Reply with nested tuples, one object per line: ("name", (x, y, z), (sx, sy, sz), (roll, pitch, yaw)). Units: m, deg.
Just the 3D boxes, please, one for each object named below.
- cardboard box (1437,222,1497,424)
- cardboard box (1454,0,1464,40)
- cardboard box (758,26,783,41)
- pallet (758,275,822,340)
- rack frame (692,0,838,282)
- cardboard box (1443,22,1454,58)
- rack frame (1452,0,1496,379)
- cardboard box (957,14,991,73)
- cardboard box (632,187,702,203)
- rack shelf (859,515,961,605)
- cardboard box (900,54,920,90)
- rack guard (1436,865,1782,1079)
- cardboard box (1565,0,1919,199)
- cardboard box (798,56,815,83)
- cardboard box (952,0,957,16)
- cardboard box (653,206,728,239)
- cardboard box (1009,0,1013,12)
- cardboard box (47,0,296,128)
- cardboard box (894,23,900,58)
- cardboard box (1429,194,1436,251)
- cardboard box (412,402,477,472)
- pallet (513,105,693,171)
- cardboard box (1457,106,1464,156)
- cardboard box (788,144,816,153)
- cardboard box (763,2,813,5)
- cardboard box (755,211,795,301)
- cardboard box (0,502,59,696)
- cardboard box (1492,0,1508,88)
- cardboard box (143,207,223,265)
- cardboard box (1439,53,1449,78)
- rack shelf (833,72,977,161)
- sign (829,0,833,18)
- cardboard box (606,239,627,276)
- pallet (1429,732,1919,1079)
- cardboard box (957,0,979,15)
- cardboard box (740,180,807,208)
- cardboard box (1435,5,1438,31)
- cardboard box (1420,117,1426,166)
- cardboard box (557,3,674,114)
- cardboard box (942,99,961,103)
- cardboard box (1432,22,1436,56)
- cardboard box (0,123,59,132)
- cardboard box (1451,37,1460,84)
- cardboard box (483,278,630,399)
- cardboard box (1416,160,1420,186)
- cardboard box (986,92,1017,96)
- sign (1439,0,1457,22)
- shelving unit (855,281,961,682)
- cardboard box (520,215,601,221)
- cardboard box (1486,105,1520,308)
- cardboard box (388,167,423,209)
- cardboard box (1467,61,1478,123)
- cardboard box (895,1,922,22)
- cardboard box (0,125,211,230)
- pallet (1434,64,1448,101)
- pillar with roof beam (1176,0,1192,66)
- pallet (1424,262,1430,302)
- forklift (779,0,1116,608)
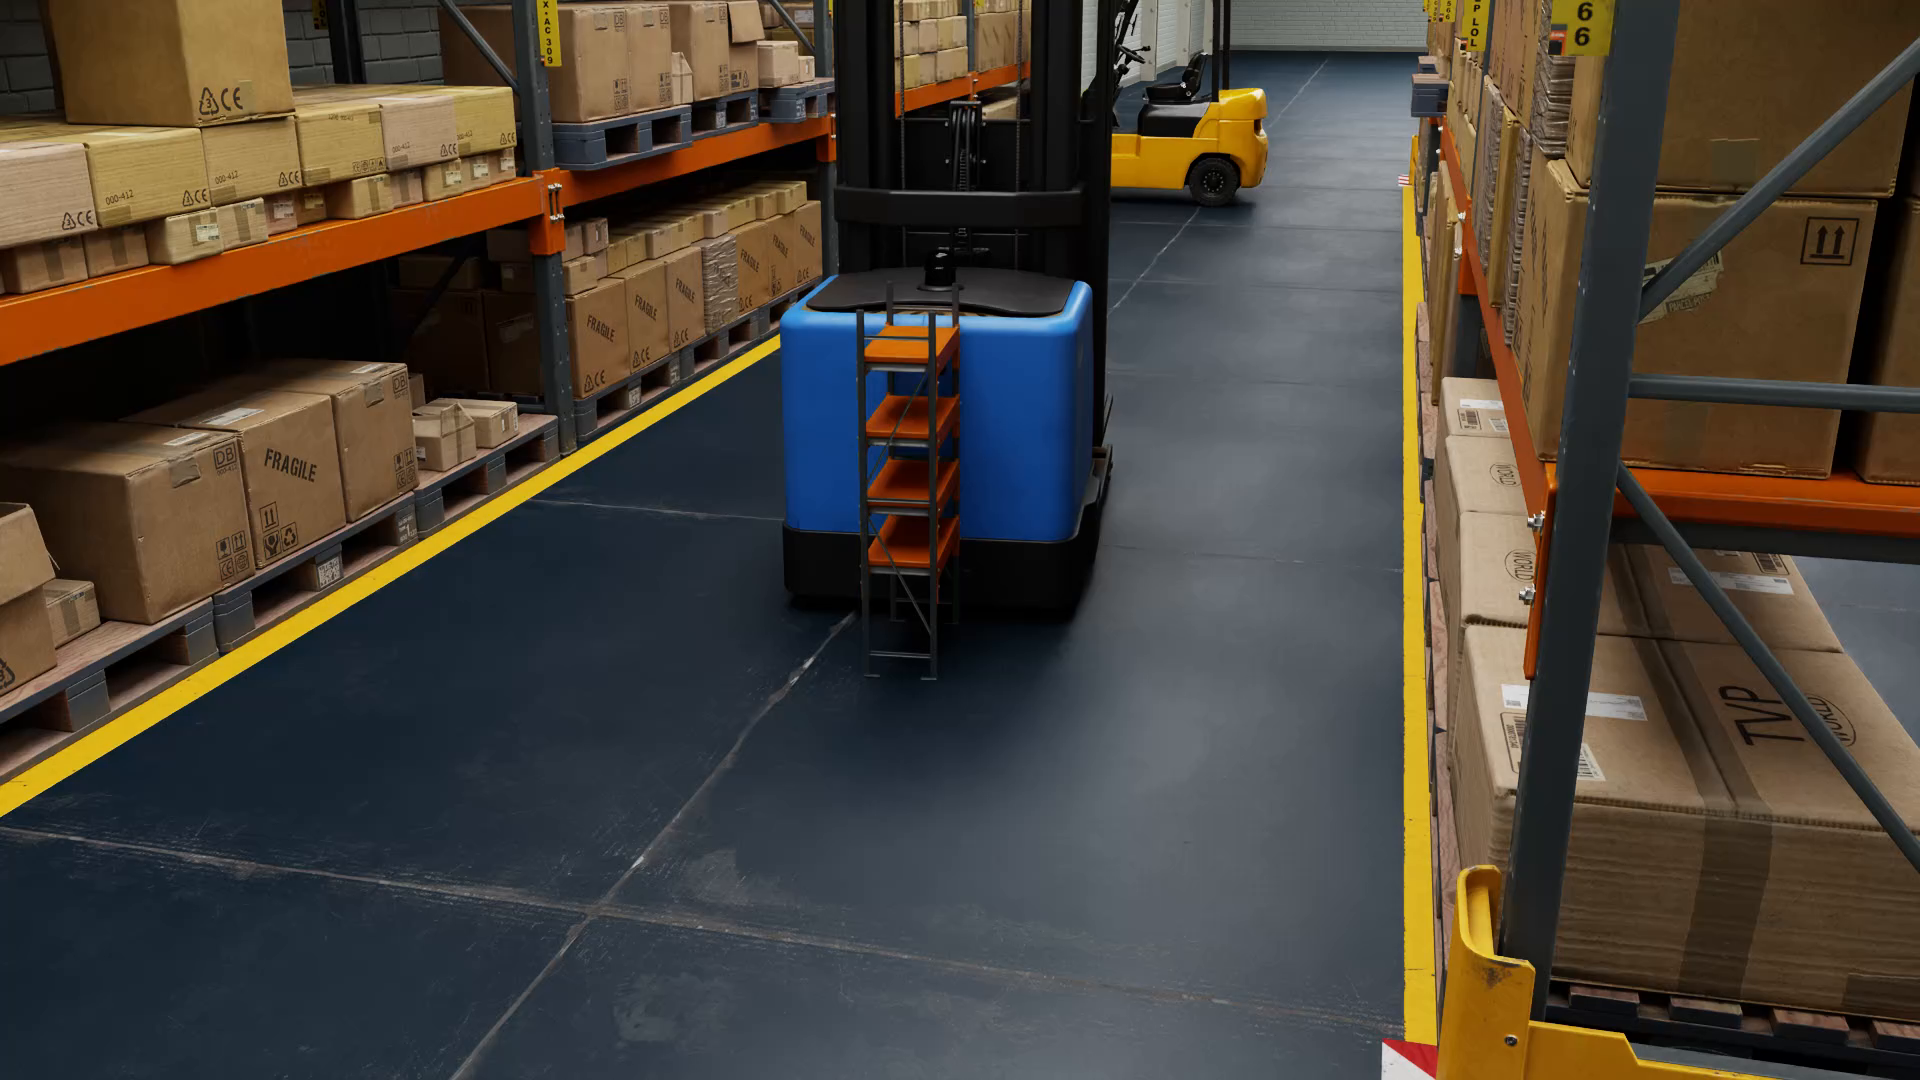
("cardboard box", (2.564, -0.867, 7.223), (0.875, 0.875, 0.875), (5, 20, 15))
("cardboard box", (3.110, -3.112, 9.456), (0.500, 0.500, 0.500), (4, 19, 12))
("cardboard box", (-1.506, -3.446, 11.594), (0.500, 0.250, 0.500), (5, 20, 15))
("pallet", (-1.566, -1.567, 10.949), (1.003, 0.211, 1.213), (5, 19, 13))
("rack frame", (-1.347, -3.118, 11.175), (1.000, 3.000, 0.127), (5, 19, 13))
("cardboard box", (3.309, -3.278, 10.380), (0.500, 0.500, 0.500), (4, 19, 12))
("rack frame", (2.490, -1.473, 6.360), (1.000, 3.000, 0.127), (5, 19, 13))
("cardboard box", (-0.008, -4.537, 15.176), (0.500, 0.500, 0.500), (4, 19, 12))
("cardboard box", (-1.850, -2.136, 10.515), (0.380, 0.149, 0.250), (5, 19, 14))
("rack shelf", (-0.158, 0.054, 5.496), (0.258, 0.148, 0.480), (3, 19, 8))
("cardboard box", (-0.626, -3.648, 12.960), (0.500, 0.250, 0.500), (5, 20, 15))
("rack guard", (1.507, 0.971, 3.071), (1.175, 0.500, 0.348), (5, 19, 13))
("cardboard box", (1.400, -0.910, 3.009), (0.500, 0.500, 0.500), (5, 20, 15))
("cardboard box", (-1.135, -2.961, 10.456), (0.380, 0.149, 0.250), (5, 19, 14))
("cardboard box", (-0.237, -4.601, 14.359), (0.380, 0.149, 0.250), (5, 20, 15))
("cardboard box", (-1.573, -1.852, 9.684), (0.380, 0.149, 0.250), (4, 19, 11))
("cardboard box", (0.304, -5.204, 16.124), (0.380, 0.149, 0.250), (4, 19, 12))
("cardboard box", (-2.563, -1.626, 5.419), (0.500, 0.500, 0.500), (5, 20, 15))
("cardboard box", (-0.732, -3.723, 12.404), (0.500, 0.250, 0.500), (4, 19, 12))
("cardboard box", (3.979, -2.327, 12.277), (0.950, 0.372, 0.625), (5, 20, 15))
("cardboard box", (-2.262, -0.459, 6.971), (0.396, 0.266, 0.258), (5, 20, 15))
("pallet", (-2.023, -2.015, 8.243), (1.003, 0.211, 1.213), (5, 19, 13))
("cardboard box", (2.745, -2.041, 8.255), (0.500, 0.250, 0.500), (5, 19, 13))
("cardboard box", (-0.865, -2.804, 13.279), (0.875, 0.625, 0.625), (4, 19, 11))
("cardboard box", (-1.254, -3.915, 12.351), (0.380, 0.149, 0.250), (5, 19, 13))
("cardboard box", (-1.374, -1.828, 10.616), (0.500, 0.500, 0.500), (4, 19, 13))
("cardboard box", (-3.060, 0.188, 4.708), (0.797, 0.503, 0.637), (4, 19, 11))
("cardboard box", (2.010, -1.706, 5.339), (0.500, 0.500, 0.500), (4, 19, 13))
("cardboard box", (-2.592, -0.973, 5.283), (0.380, 0.149, 0.250), (4, 19, 12))
("cardboard box", (3.333, -3.100, 10.863), (0.380, 0.149, 0.250), (4, 19, 13))
("rack shelf", (-0.858, -3.404, 13.126), (1.077, 0.370, 4.000), (5, 19, 13))
("sign", (-0.818, -3.588, 10.883), (0.100, 0.325, 0.005), (5, 19, 13))
("cardboard box", (-1.934, -1.452, 8.513), (0.380, 0.149, 0.250), (4, 19, 11))
("pallet", (1.632, 0.843, 3.892), (1.003, 0.211, 1.213), (5, 19, 13))
("cardboard box", (-0.036, -4.805, 14.956), (0.380, 0.149, 0.250), (4, 19, 13))
("cardboard box", (-1.222, -2.266, 10.894), (0.380, 0.149, 0.250), (4, 19, 11))
("cardboard box", (4.052, -4.243, 13.205), (0.500, 0.500, 0.500), (5, 20, 15))
("cardboard box", (4.575, -3.759, 15.497), (0.500, 0.500, 0.500), (6, 20, 16))
("cardboard box", (-1.862, -2.406, 8.287), (0.700, 0.500, 0.500), (5, 19, 14))
("cardboard box", (-0.191, -4.229, 16.486), (0.500, 0.250, 0.500), (5, 19, 14))
("cardboard box", (4.554, -4.652, 15.053), (0.500, 0.500, 0.500), (5, 20, 15))
("cardboard box", (-3.193, -1.161, 5.219), (0.500, 0.250, 0.500), (5, 20, 15))
("cardboard box", (3.104, -2.753, 9.566), (0.500, 0.250, 0.500), (5, 19, 13))
("cardboard box", (-1.988, -1.014, 8.232), (0.500, 0.500, 0.500), (6, 20, 16))
("cardboard box", (4.704, -3.569, 16.101), (0.500, 0.250, 0.500), (6, 20, 17))
("cardboard box", (0.565, -4.507, 17.301), (0.500, 0.250, 0.500), (5, 19, 14))
("sign", (2.939, -3.277, 9.973), (0.100, 0.325, 0.005), (5, 19, 13))
("shelving unit", (-0.158, -0.198, 5.410), (0.258, 1.200, 0.503), (3, 19, 8))
("cardboard box", (-2.239, -1.734, 9.337), (0.380, 0.149, 0.250), (5, 19, 14))
("cardboard box", (1.741, -0.920, 4.585), (0.500, 0.500, 0.500), (5, 20, 15))
("cardboard box", (-2.330, -1.378, 6.471), (0.380, 0.149, 0.250), (5, 20, 15))
("cardboard box", (2.477, -1.953, 7.224), (0.500, 0.250, 0.500), (5, 20, 15))
("cardboard box", (-0.511, -4.109, 12.919), (0.380, 0.149, 0.250), (4, 19, 12))
("cardboard box", (-2.686, -1.118, 5.092), (0.500, 0.250, 0.500), (4, 19, 12))
("pallet", (3.911, -3.260, 11.887), (1.003, 0.211, 1.213), (5, 19, 13))
("pillar with roof beam", (9.602, -15.499, 38.143), (9.100, 9.000, 0.400), (5, 19, 13))
("pallet", (3.660, -1.652, 11.198), (1.003, 0.211, 1.213), (5, 19, 13))
("forklift", (0.088, -1.587, 6.799), (1.130, 2.935, 3.031), (3, 19, 8))
